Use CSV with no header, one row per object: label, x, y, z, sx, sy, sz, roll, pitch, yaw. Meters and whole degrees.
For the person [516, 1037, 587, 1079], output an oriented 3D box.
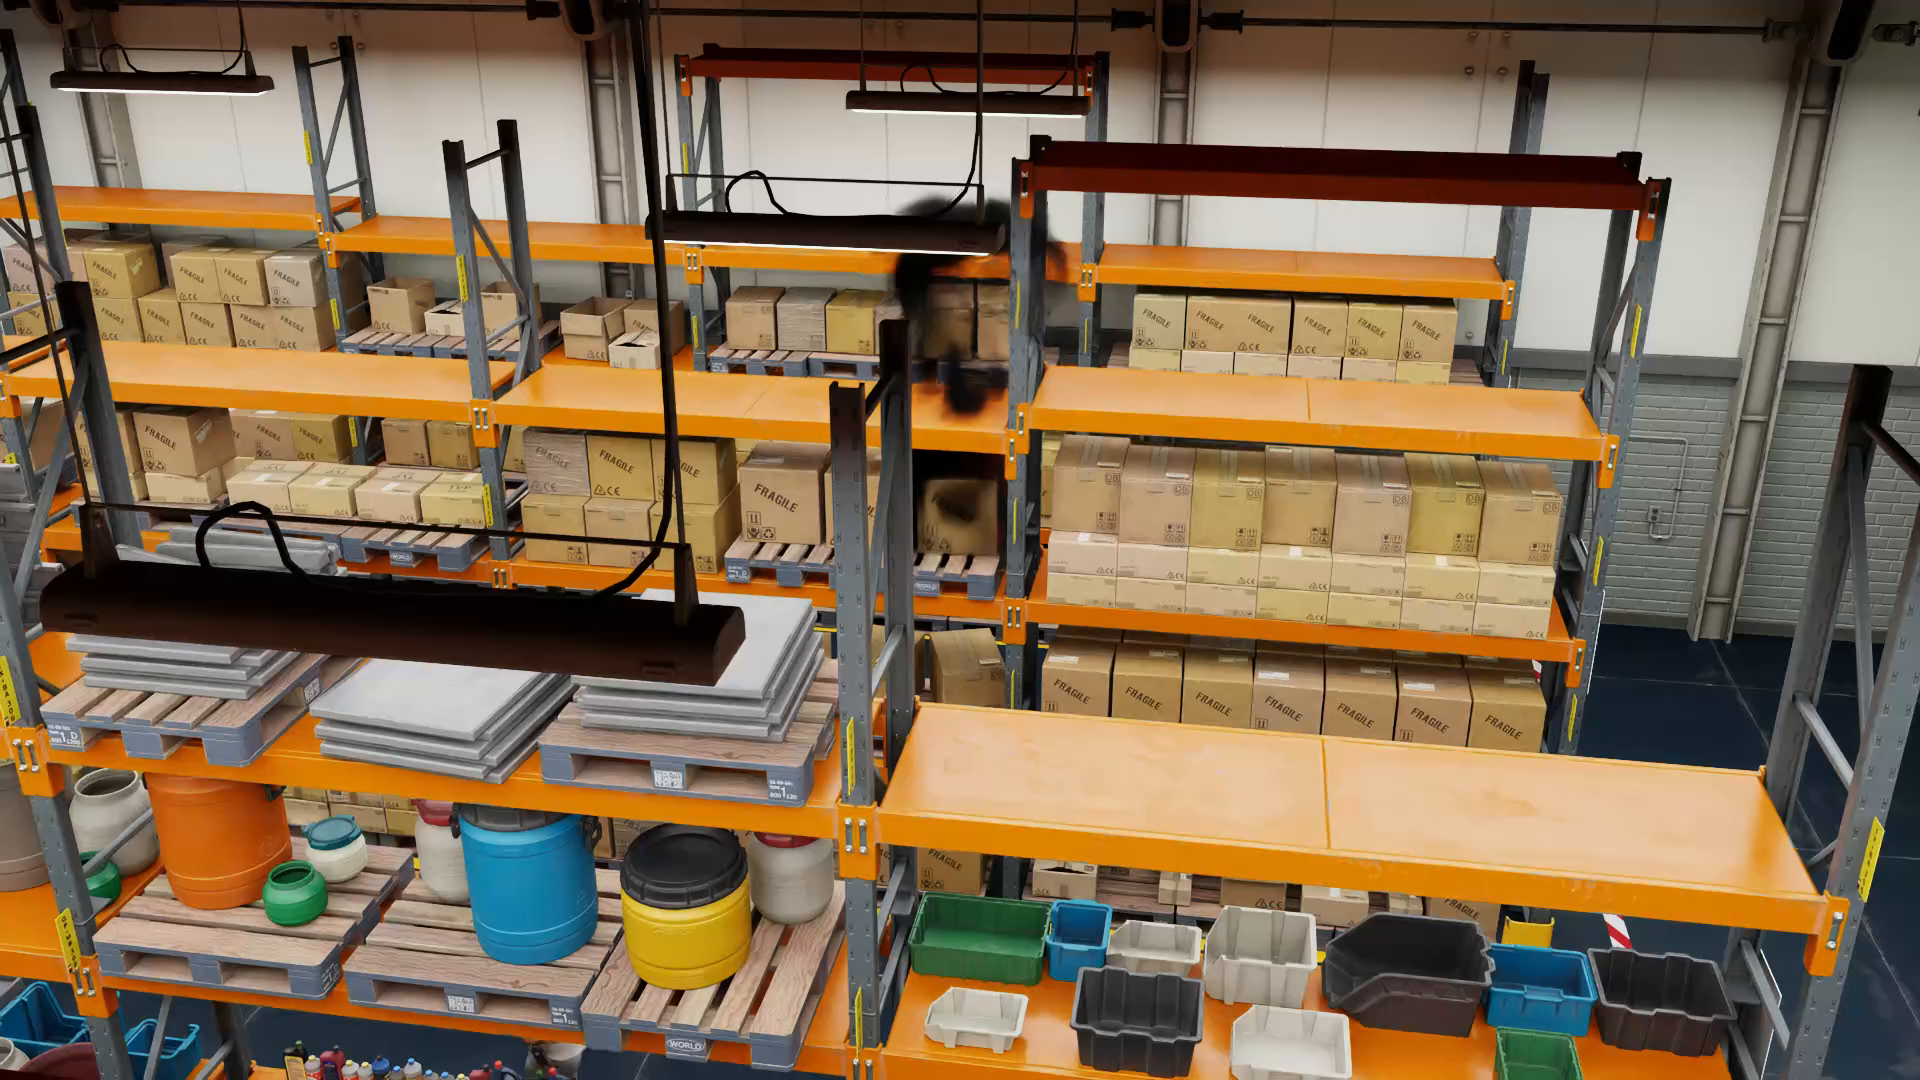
person,-2.610,3.241,10.642,0.638,1.658,0.580,4,23,8
